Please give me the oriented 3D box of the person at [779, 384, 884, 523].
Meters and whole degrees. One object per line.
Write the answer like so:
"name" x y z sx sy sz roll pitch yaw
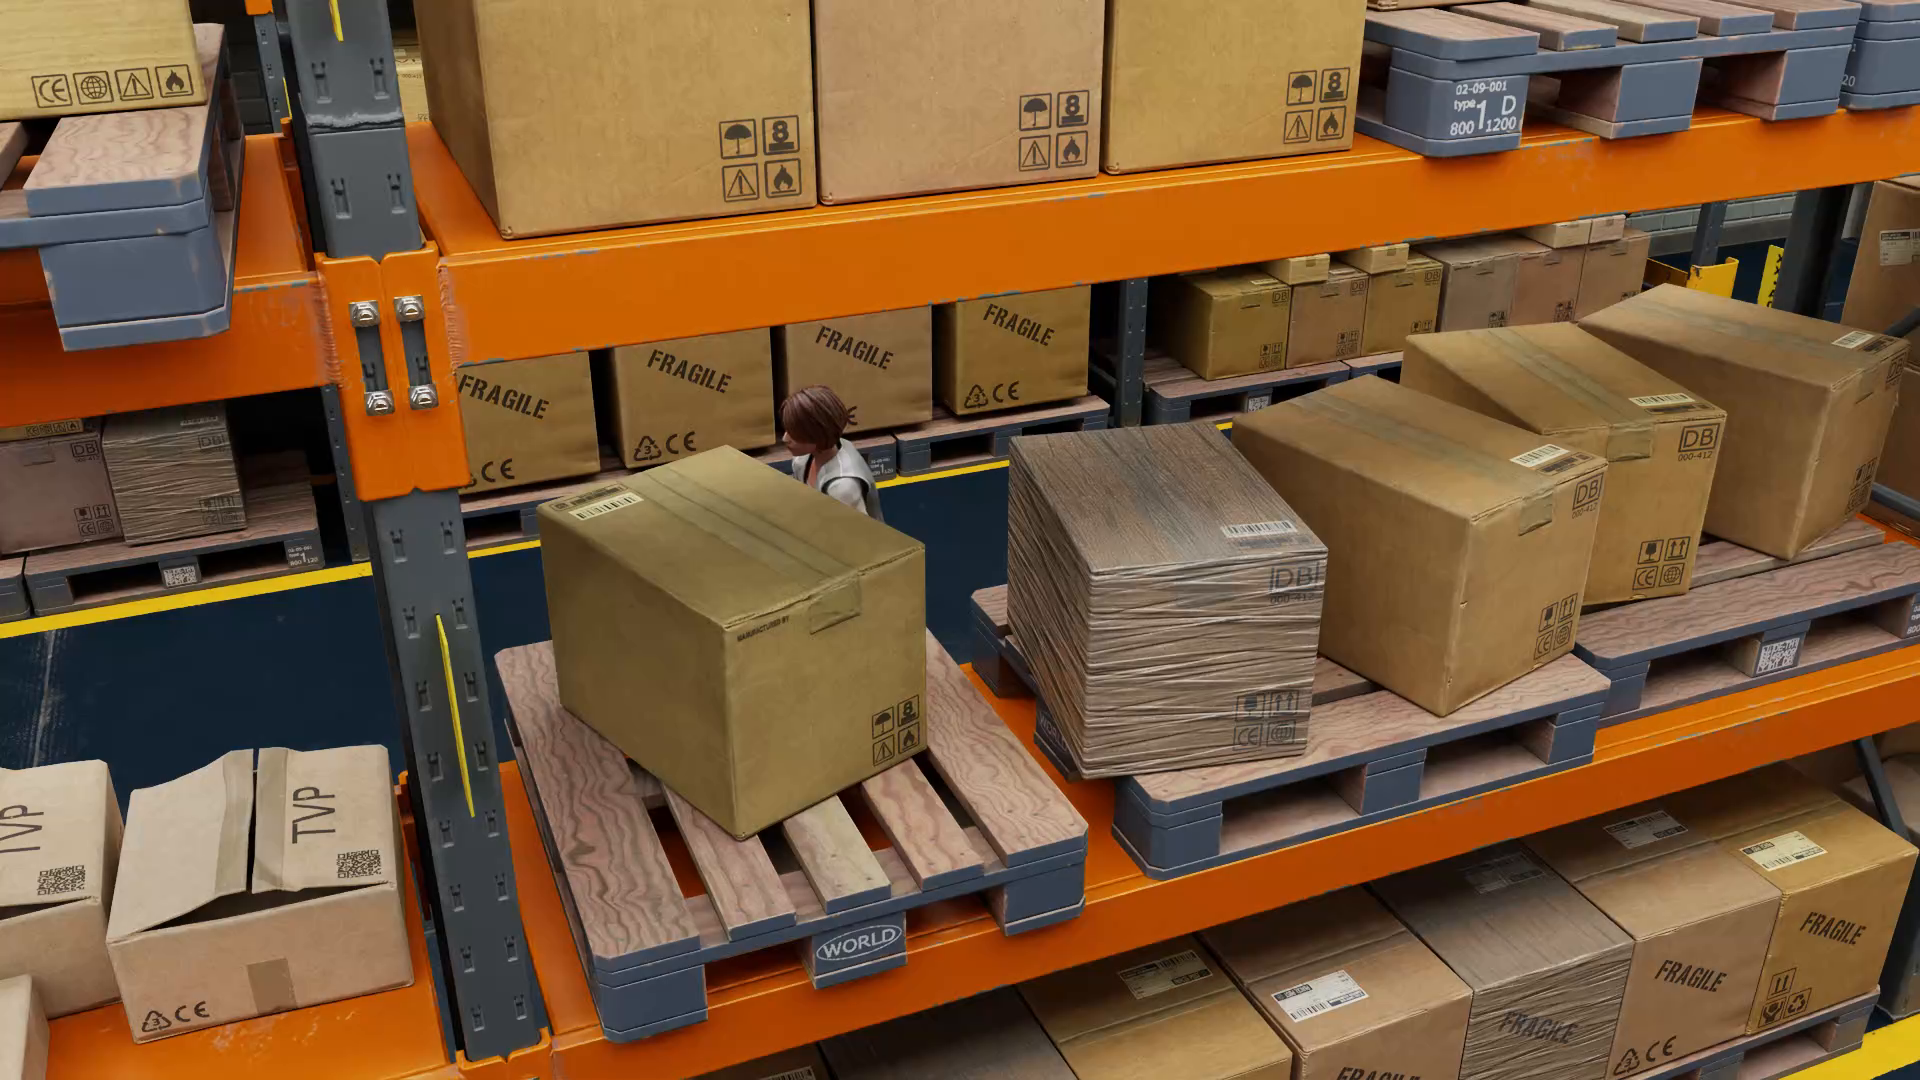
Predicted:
"person" -0.429 0.203 5.715 0.340 1.594 0.483 -12 29 -23
